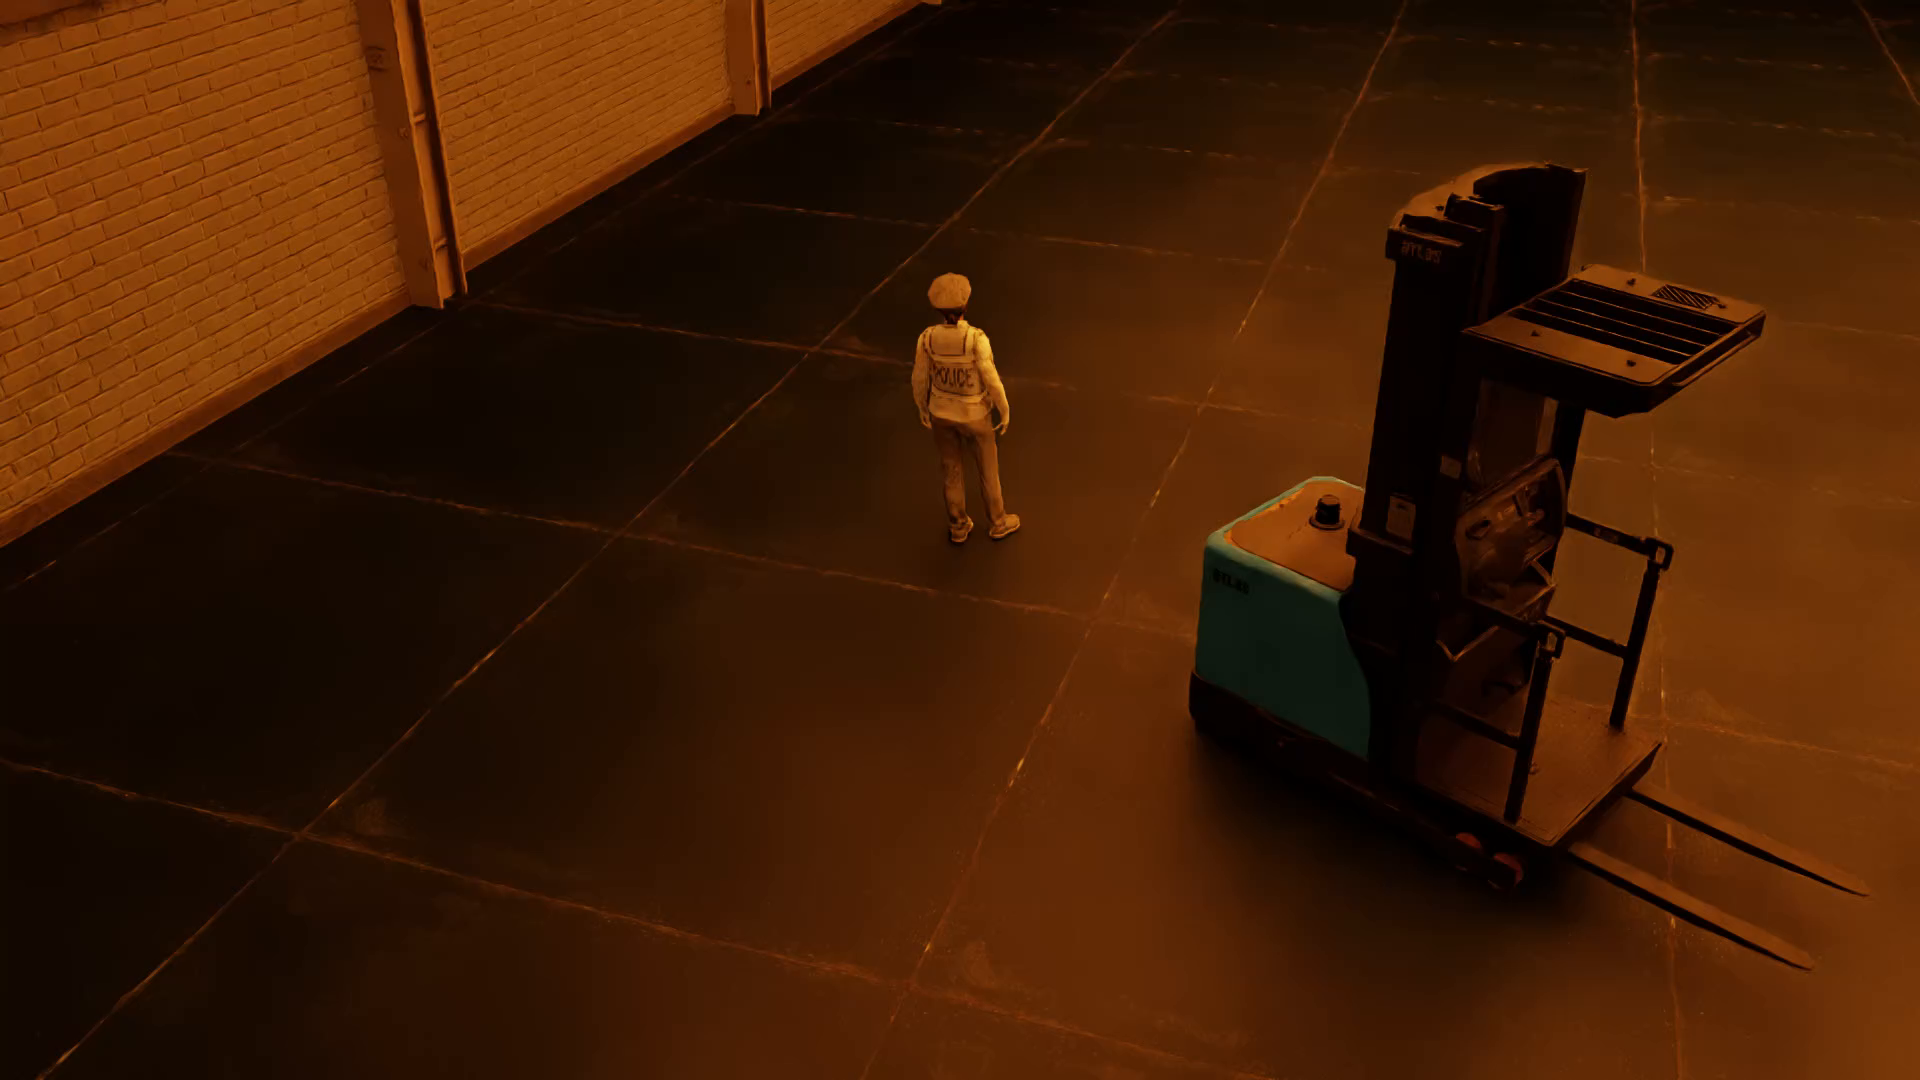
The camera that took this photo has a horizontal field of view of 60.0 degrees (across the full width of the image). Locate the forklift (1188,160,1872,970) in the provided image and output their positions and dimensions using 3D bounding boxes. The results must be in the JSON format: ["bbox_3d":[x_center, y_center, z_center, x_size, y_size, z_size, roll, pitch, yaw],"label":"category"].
[{"bbox_3d":[2.559,-0.011,7.155,3.031,2.935,1.130,26,39,38],"label":"forklift"}]

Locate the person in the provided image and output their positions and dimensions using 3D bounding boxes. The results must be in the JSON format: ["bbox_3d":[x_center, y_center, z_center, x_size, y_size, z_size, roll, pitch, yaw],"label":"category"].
[{"bbox_3d":[0.029,-0.773,9.726,0.586,1.695,0.532,10,31,16],"label":"person"}]
